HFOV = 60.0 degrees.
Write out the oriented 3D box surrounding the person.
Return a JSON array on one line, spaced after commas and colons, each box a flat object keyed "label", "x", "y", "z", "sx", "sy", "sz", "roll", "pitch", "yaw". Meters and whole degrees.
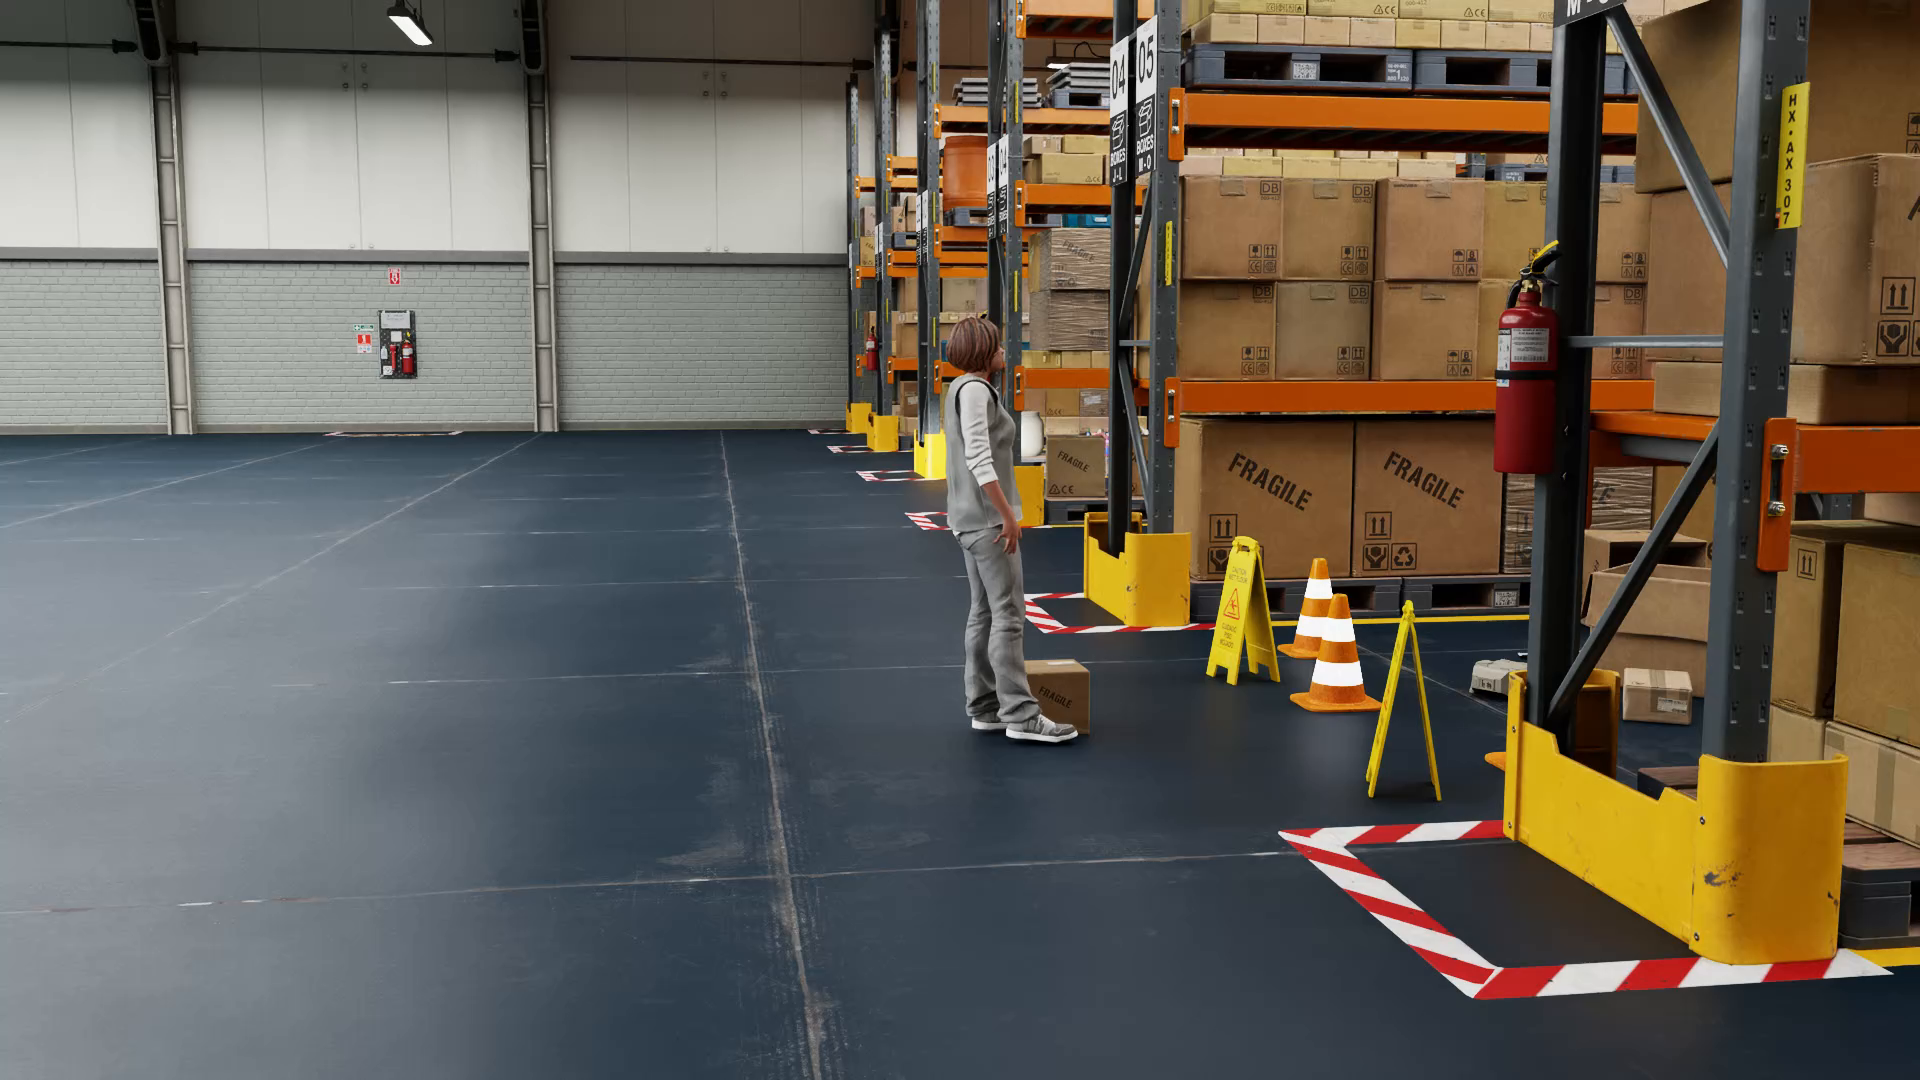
[{"label": "person", "x": 0.179, "y": -0.052, "z": 6.383, "sx": 0.472, "sy": 1.600, "sz": 0.521, "roll": -1, "pitch": 7, "yaw": -9}]
